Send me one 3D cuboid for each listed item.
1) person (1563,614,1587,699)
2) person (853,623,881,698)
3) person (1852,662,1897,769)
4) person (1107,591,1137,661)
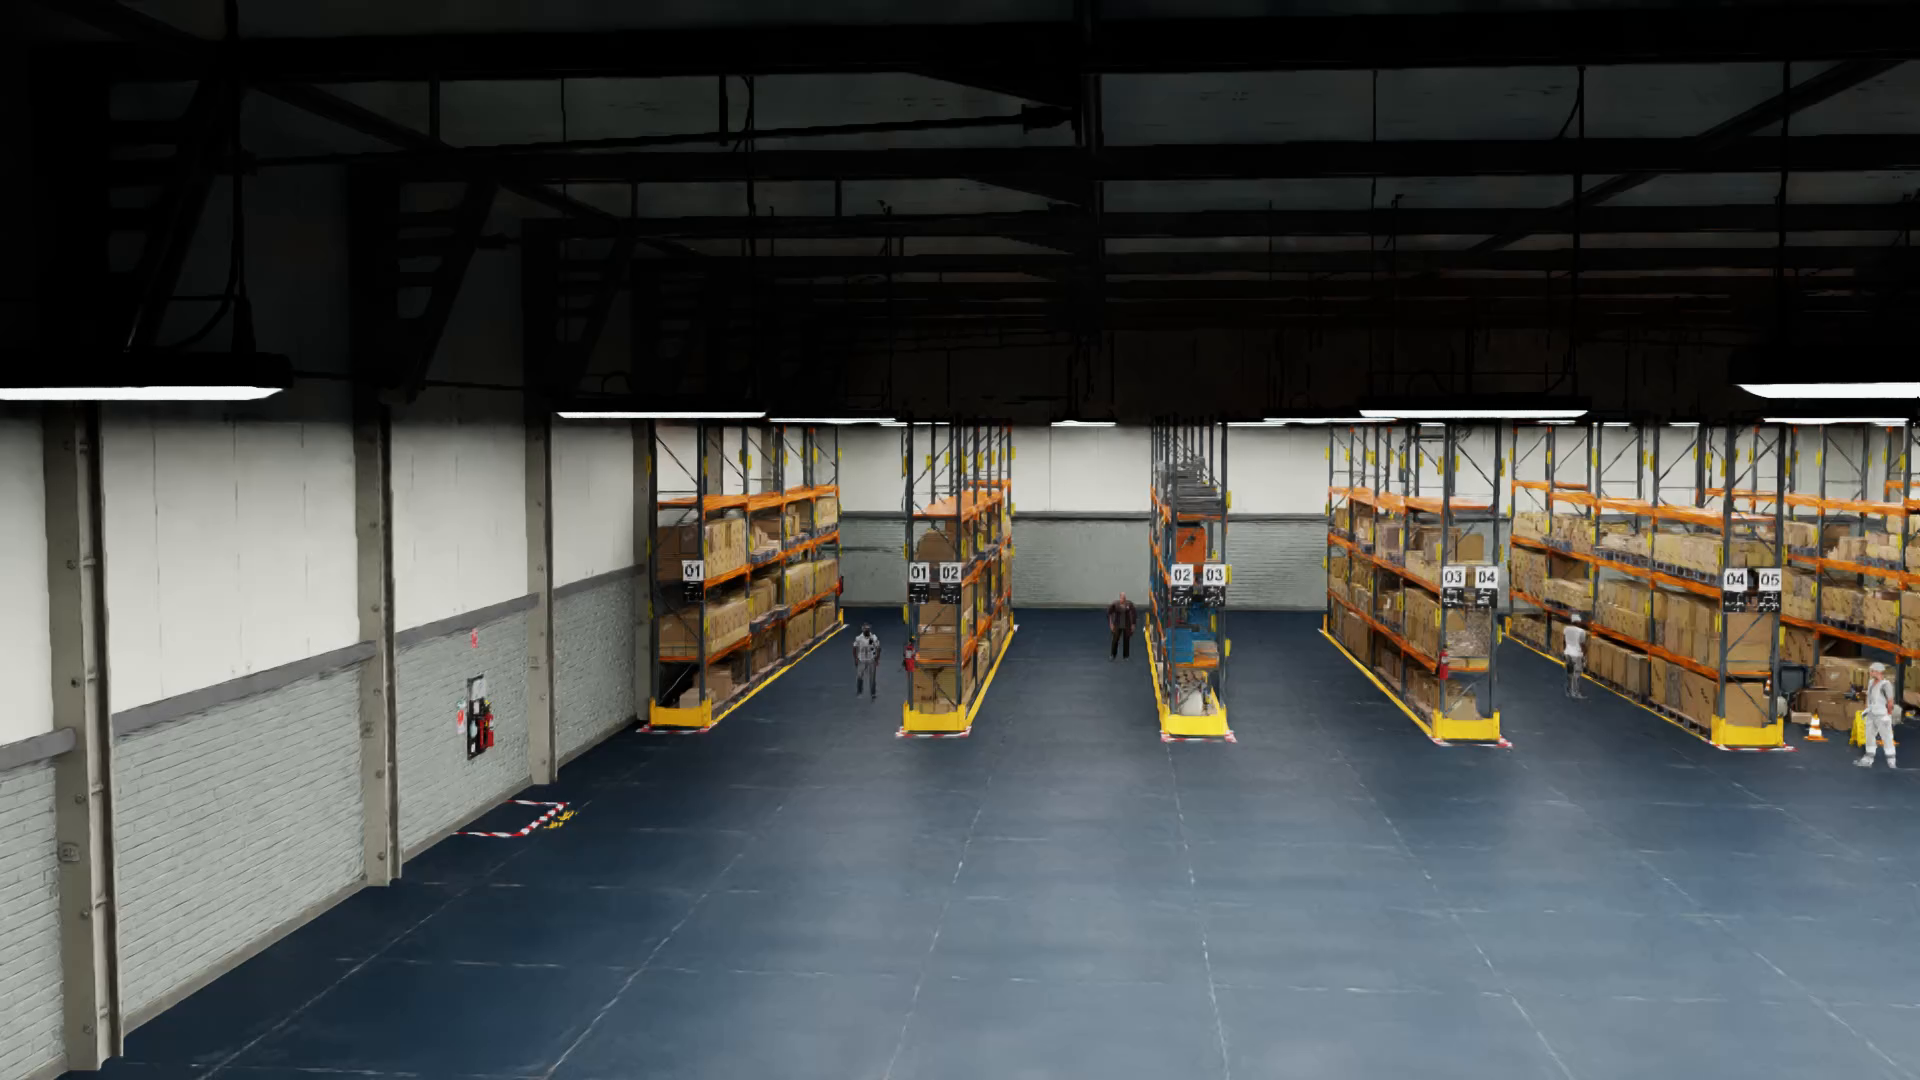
[{"bbox_3d":[13.028,2.447,35.154,0.450,1.782,0.614,-2,4,-26],"label":"person"},{"bbox_3d":[-1.977,2.544,35.259,0.592,1.629,0.531,0,4,3],"label":"person"},{"bbox_3d":[15.436,2.947,27.962,0.524,1.791,0.661,-1,4,-9],"label":"person"},{"bbox_3d":[3.979,2.109,40.928,0.729,1.733,0.546,0,4,4],"label":"person"}]
